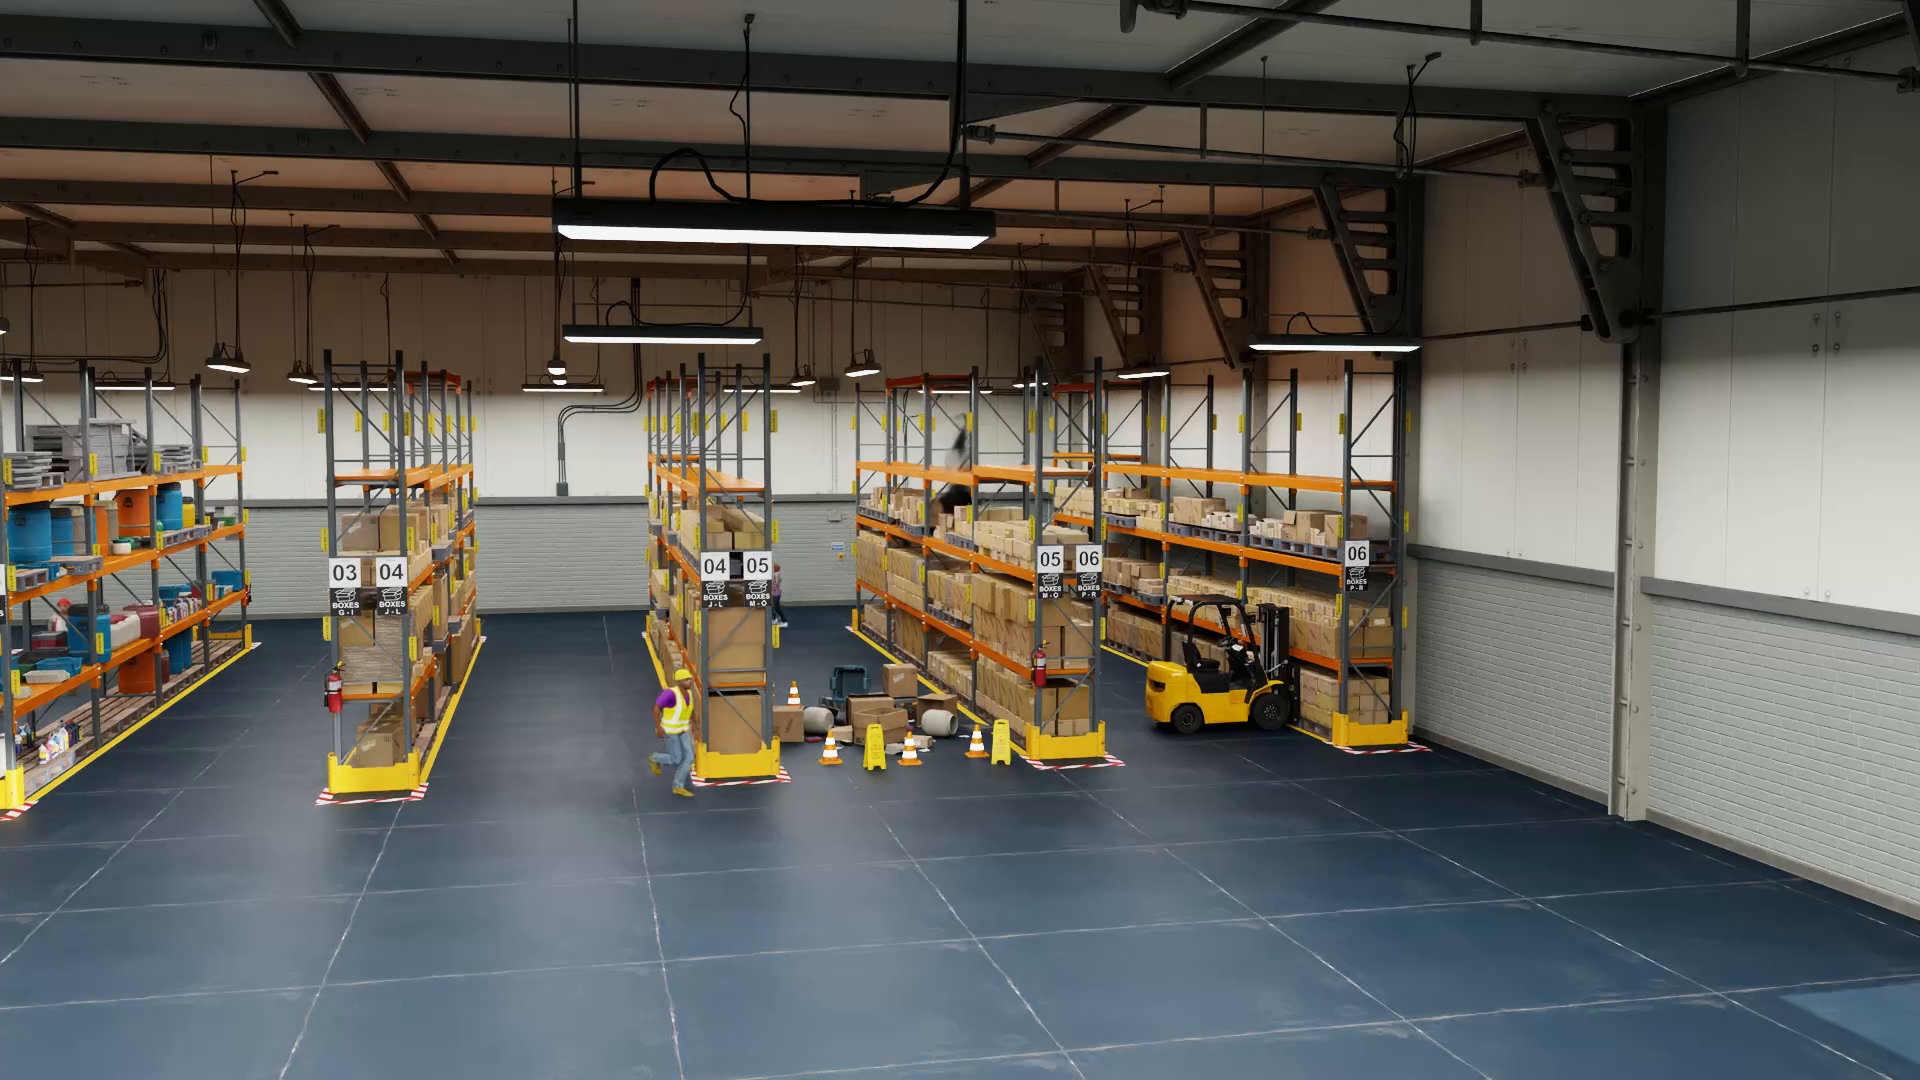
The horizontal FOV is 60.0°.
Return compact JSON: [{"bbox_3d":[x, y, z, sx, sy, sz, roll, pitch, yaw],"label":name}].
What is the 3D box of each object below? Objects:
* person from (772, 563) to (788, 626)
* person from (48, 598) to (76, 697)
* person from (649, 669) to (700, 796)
[{"bbox_3d":[-4.559,1.360,40.834,0.662,1.592,0.507,-2,4,-24],"label":"person"},{"bbox_3d":[-16.491,1.983,30.682,0.628,1.825,0.746,-1,4,-10],"label":"person"},{"bbox_3d":[-3.905,2.597,22.577,0.723,1.726,0.725,3,5,32],"label":"person"}]
